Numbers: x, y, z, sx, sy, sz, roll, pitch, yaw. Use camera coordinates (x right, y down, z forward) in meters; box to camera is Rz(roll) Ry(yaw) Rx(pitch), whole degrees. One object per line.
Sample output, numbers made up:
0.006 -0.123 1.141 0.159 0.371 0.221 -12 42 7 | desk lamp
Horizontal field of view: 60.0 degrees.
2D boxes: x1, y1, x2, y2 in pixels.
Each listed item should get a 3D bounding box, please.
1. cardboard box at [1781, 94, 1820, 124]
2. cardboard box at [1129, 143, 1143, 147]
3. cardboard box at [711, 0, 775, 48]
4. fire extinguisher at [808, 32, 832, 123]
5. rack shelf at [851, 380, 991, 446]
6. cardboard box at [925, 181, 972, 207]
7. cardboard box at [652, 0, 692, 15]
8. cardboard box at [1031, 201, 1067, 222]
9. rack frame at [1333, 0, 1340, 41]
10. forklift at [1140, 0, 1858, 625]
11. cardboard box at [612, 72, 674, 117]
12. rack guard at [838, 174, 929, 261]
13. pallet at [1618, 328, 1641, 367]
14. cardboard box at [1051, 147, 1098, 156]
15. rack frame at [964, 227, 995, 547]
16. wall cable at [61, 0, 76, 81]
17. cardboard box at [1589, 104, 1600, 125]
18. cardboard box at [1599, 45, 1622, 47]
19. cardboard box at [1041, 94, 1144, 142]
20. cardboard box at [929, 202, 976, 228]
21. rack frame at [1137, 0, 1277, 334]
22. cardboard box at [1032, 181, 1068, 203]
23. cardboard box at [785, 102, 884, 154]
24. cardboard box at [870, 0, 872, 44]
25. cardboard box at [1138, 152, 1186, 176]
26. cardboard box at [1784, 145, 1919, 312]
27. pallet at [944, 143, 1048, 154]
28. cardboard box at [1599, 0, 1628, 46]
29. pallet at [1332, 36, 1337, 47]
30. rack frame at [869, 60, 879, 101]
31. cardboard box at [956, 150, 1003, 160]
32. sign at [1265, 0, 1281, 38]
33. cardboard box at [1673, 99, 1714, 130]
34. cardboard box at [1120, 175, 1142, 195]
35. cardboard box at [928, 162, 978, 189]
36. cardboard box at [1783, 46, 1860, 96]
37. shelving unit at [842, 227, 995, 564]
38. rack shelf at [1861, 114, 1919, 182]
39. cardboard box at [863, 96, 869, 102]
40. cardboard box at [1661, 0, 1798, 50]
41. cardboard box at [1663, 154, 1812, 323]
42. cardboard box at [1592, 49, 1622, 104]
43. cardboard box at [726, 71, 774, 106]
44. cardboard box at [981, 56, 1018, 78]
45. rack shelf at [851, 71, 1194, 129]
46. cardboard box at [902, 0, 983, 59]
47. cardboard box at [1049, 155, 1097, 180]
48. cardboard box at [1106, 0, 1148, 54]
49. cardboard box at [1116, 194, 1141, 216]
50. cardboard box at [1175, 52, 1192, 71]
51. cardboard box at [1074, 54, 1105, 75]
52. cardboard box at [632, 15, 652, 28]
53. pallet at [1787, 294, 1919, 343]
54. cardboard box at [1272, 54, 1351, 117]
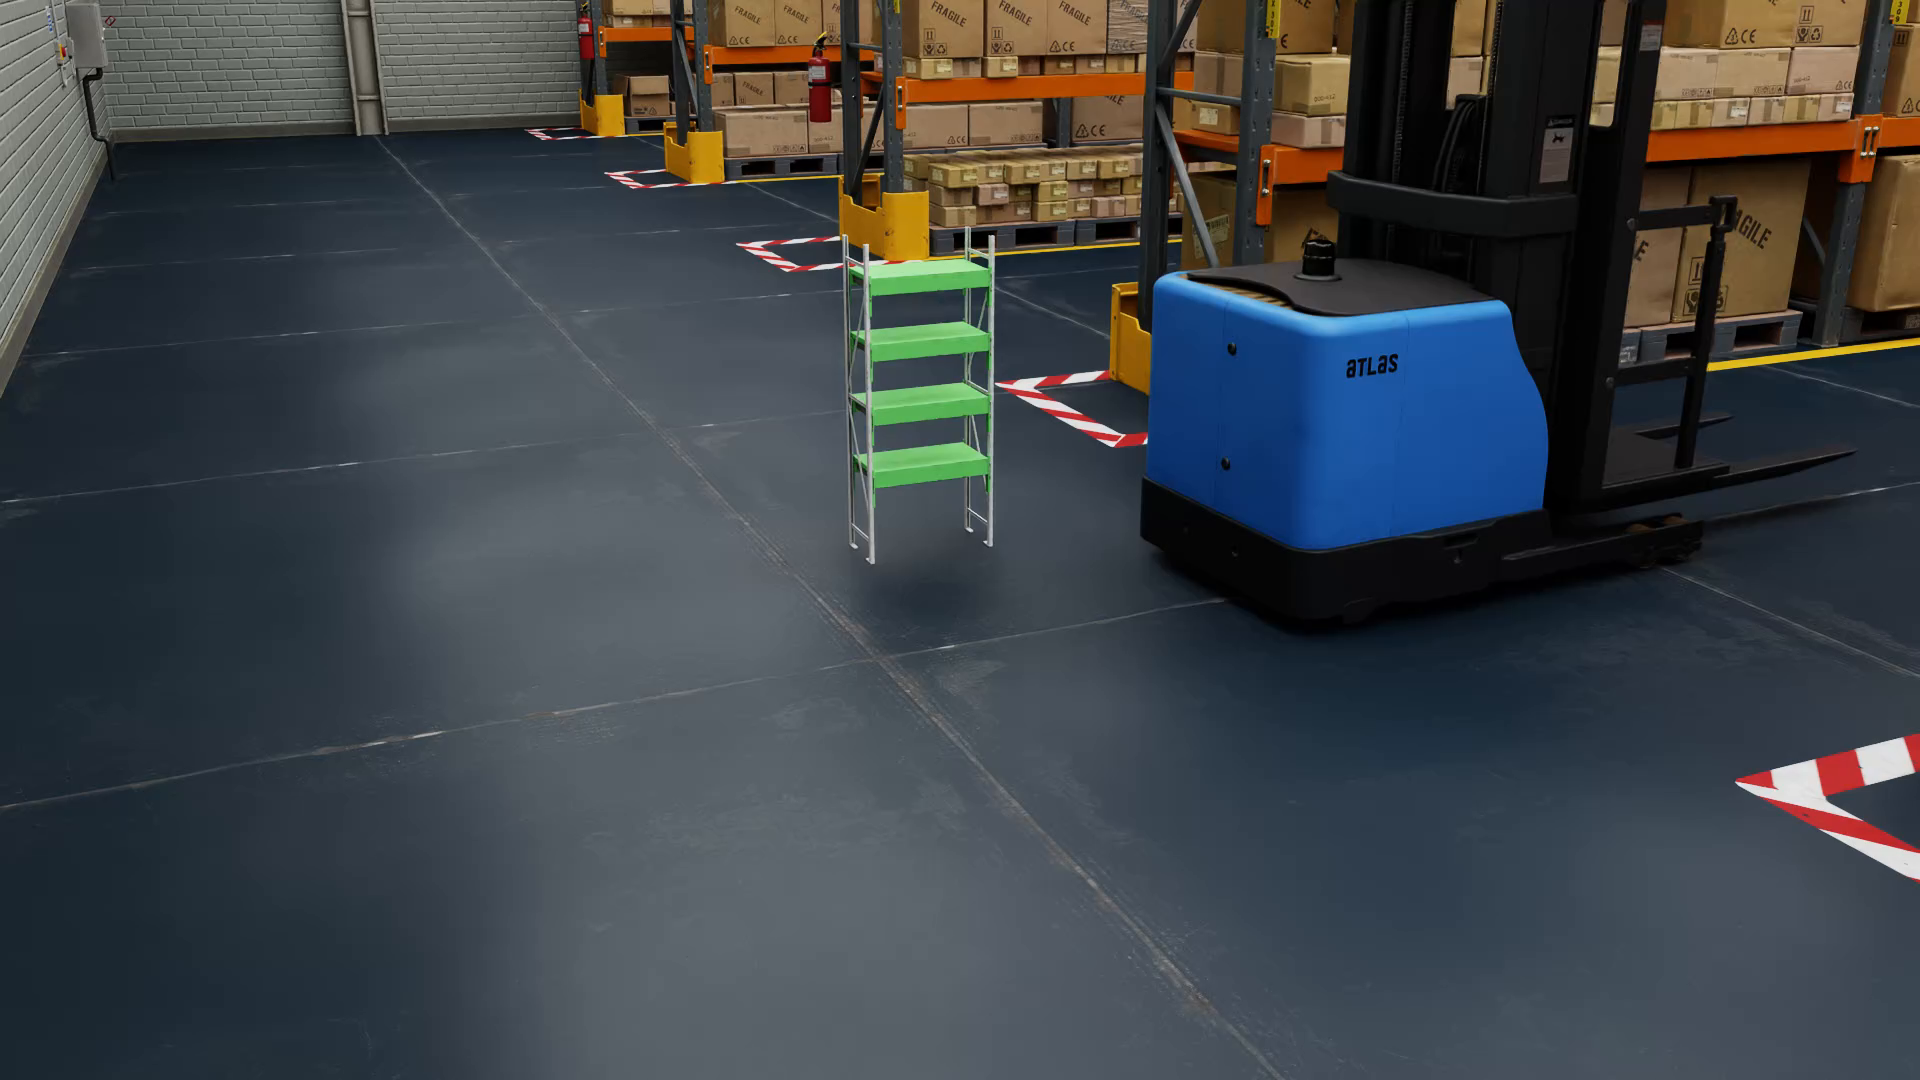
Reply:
4.487 -2.390 9.173 0.250 0.149 0.380 -8 21 -21 | cardboard box
1.618 -3.244 13.984 0.250 0.149 0.380 -8 21 -21 | cardboard box
-2.170 -5.201 16.628 0.500 0.500 0.500 -8 21 -22 | cardboard box
-1.085 -3.578 12.845 0.183 0.674 0.296 -8 21 -22 | fire extinguisher
-0.152 -0.484 6.282 0.480 0.148 0.258 -8 21 -22 | rack shelf
-0.088 -2.667 12.792 0.250 0.149 0.380 -7 21 -20 | cardboard box
-3.707 -6.805 21.111 0.500 0.250 0.500 -8 21 -21 | cardboard box
0.649 -2.602 13.054 0.250 0.149 0.380 -8 21 -21 | cardboard box
3.002 -4.209 13.959 0.127 3.000 1.000 -8 21 -22 | rack frame
2.239 -1.419 6.140 3.031 2.935 1.130 -10 22 -25 | forklift
-4.094 -5.764 21.502 0.637 0.503 0.797 -9 21 -24 | cardboard box
-0.601 -2.513 12.908 0.348 0.500 1.175 -8 21 -22 | rack guard
3.023 -1.130 9.412 1.213 0.211 1.003 -8 21 -22 | pallet
0.930 -3.120 13.630 0.250 0.149 0.380 -9 21 -24 | cardboard box
0.072 -0.576 6.352 0.015 1.200 0.240 -8 21 -22 | rack frame
-8.465 -5.340 15.642 0.122 1.984 0.588 -8 21 -22 | wall cable
3.070 -2.187 8.595 0.250 0.149 0.380 -9 21 -23 | cardboard box
3.407 -2.637 9.272 0.500 0.250 0.500 -8 21 -21 | cardboard box
1.486 -5.007 18.792 0.875 0.875 0.875 -7 21 -20 | cardboard box
-0.063 -2.507 12.786 0.250 0.149 0.380 -8 21 -21 | cardboard box
1.201 -2.157 8.131 0.127 3.000 1.000 -8 21 -22 | rack frame
0.654 -2.745 13.015 0.250 0.149 0.380 -7 21 -20 | cardboard box
-1.321 -4.409 17.752 0.875 0.438 0.875 -8 21 -20 | cardboard box
-0.789 -5.409 17.217 0.500 0.500 0.500 -7 21 -20 | cardboard box
1.610 -3.023 13.354 0.250 0.149 0.380 -9 21 -24 | cardboard box
5.454 -1.969 10.165 0.875 0.875 1.225 -8 21 -22 | cardboard box
0.220 -4.313 18.455 1.213 0.211 1.003 -8 21 -22 | pallet
3.402 -2.989 9.143 0.500 0.500 0.500 -9 21 -24 | cardboard box
3.762 -4.174 14.150 1.213 0.211 1.003 -8 21 -22 | pallet
-1.021 -7.218 22.506 0.127 3.000 1.000 -8 21 -22 | rack frame
0.156 -3.052 13.437 0.250 0.149 0.380 -9 21 -23 | cardboard box
1.416 -2.432 7.491 0.005 0.325 0.100 -8 21 -22 | sign
3.779 -2.289 8.884 0.250 0.149 0.380 -8 21 -21 | cardboard box
1.345 -2.890 13.426 0.250 0.149 0.380 -7 21 -19 | cardboard box
-0.055 -2.782 12.671 0.250 0.149 0.380 -9 21 -24 | cardboard box
4.573 -2.614 9.208 0.500 0.250 0.500 -9 21 -23 | cardboard box
-0.152 -0.544 6.261 0.503 1.200 0.258 -8 21 -22 | shelving unit
6.711 -2.607 10.492 4.000 0.370 1.077 -8 21 -22 | rack shelf
-1.416 -5.909 22.447 0.250 0.149 0.380 -9 21 -24 | cardboard box
4.096 -2.899 8.889 0.500 0.500 0.500 -8 21 -21 | cardboard box
4.236 -1.816 9.731 0.875 0.875 0.875 -8 21 -22 | cardboard box
3.163 -2.413 8.636 0.500 0.250 0.500 -9 21 -23 | cardboard box
-2.769 -5.902 21.900 0.500 0.500 0.500 -8 21 -21 | cardboard box
0.242 -3.572 12.528 0.250 0.149 0.380 -9 21 -23 | cardboard box
1.166 -3.606 13.331 4.000 0.370 1.077 -8 21 -22 | rack shelf
-0.149 -3.845 12.327 0.500 0.500 0.500 -7 21 -19 | cardboard box
0.886 -2.940 13.121 0.250 0.149 0.380 -7 21 -20 | cardboard box
1.253 -4.052 12.916 0.500 0.500 0.500 -9 21 -23 | cardboard box
1.352 -2.715 13.376 0.250 0.149 0.380 -8 21 -22 | cardboard box
1.631 -3.809 13.201 0.250 0.149 0.380 -8 21 -23 | cardboard box
0.923 -3.700 12.891 0.250 0.149 0.380 -9 21 -23 | cardboard box
-4.068 -6.581 21.073 0.250 0.149 0.380 -8 21 -21 | cardboard box
5.553 -1.492 10.442 1.213 0.211 1.003 -8 21 -22 | pallet
1.749 -2.207 8.052 0.500 0.250 0.500 -9 21 -23 | cardboard box
